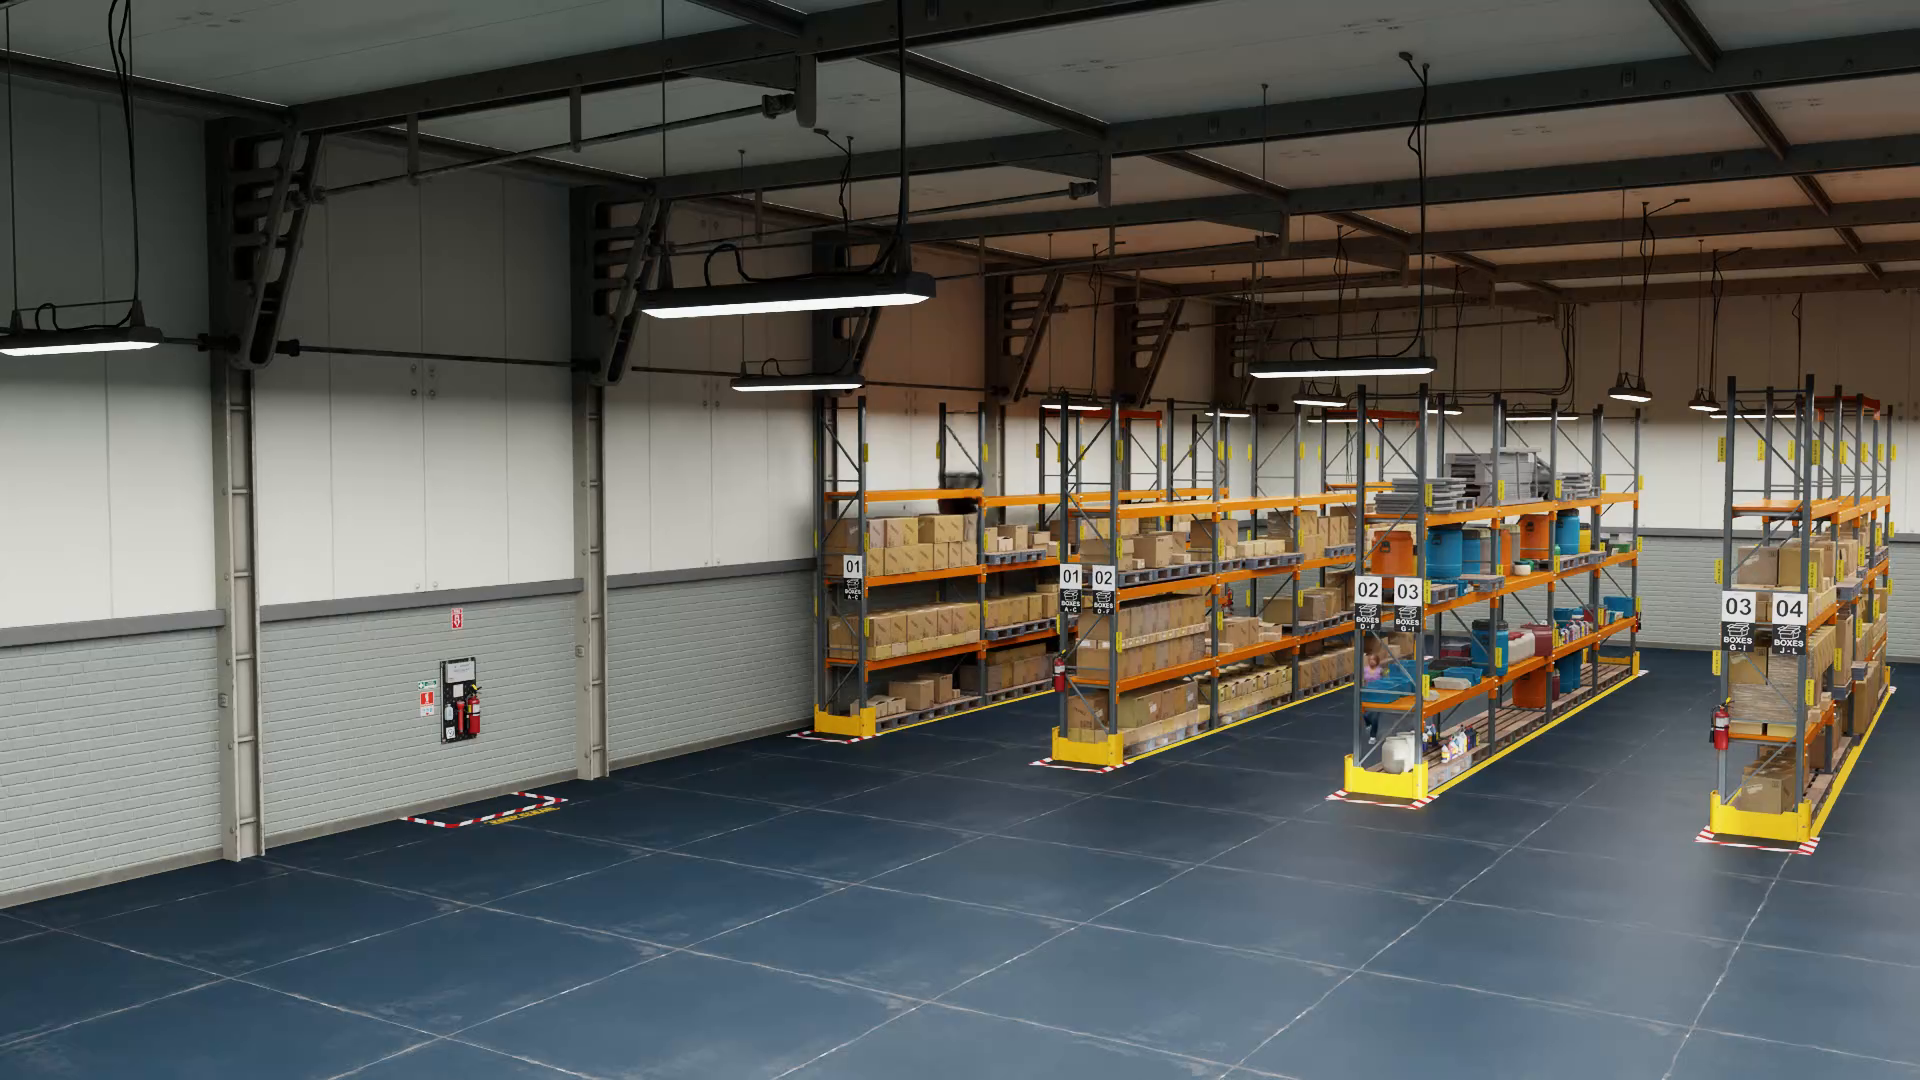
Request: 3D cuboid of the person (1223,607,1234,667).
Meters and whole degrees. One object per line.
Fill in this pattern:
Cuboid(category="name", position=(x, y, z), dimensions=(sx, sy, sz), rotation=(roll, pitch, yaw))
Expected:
Cuboid(category="person", position=(5.778, 2.277, 35.747), dimensions=(0.536, 1.719, 0.857), rotation=(2, 4, 33))

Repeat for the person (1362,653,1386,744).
Cuboid(category="person", position=(7.072, 2.727, 28.560), dimensions=(0.531, 1.557, 0.539), rotation=(1, 3, 26))
